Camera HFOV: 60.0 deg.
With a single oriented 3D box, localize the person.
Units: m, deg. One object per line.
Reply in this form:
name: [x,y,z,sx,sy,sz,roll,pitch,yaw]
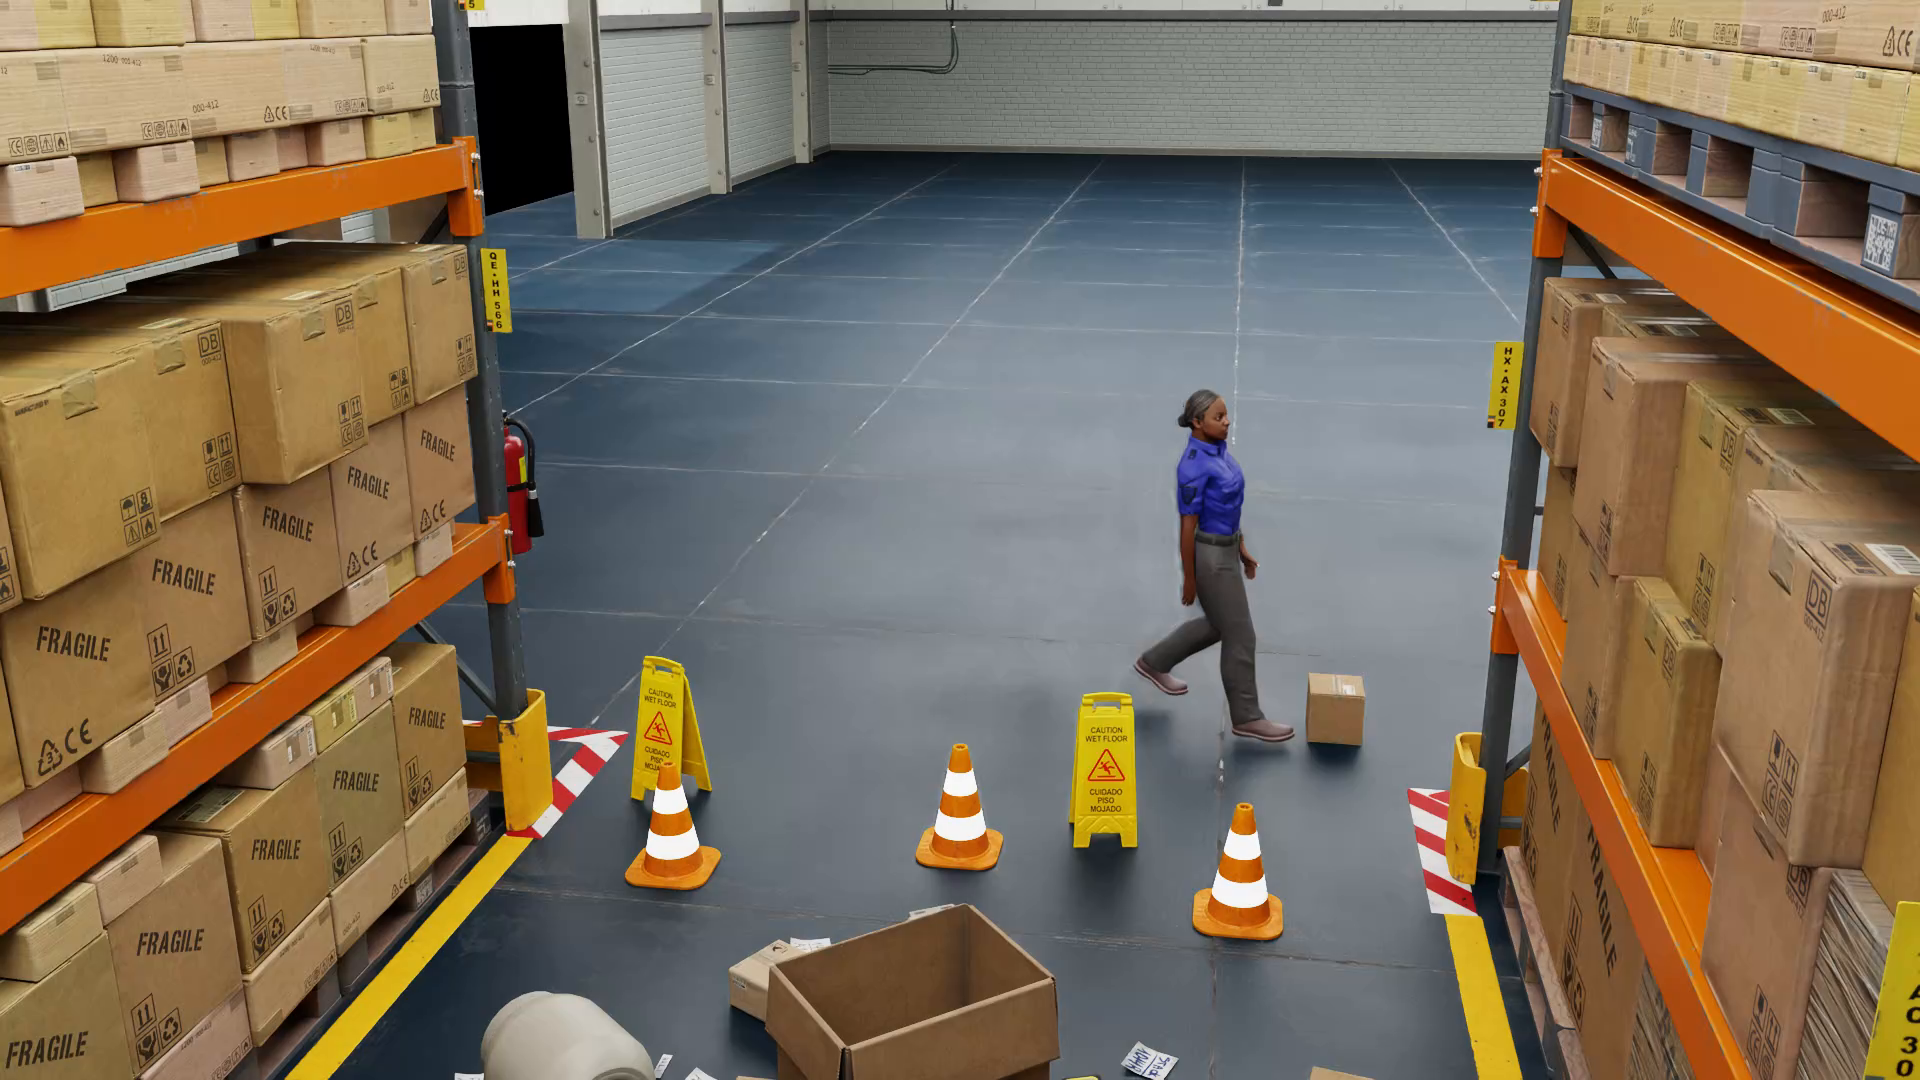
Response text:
person: [1.203,0.093,7.746,0.827,1.619,0.444,6,19,17]
